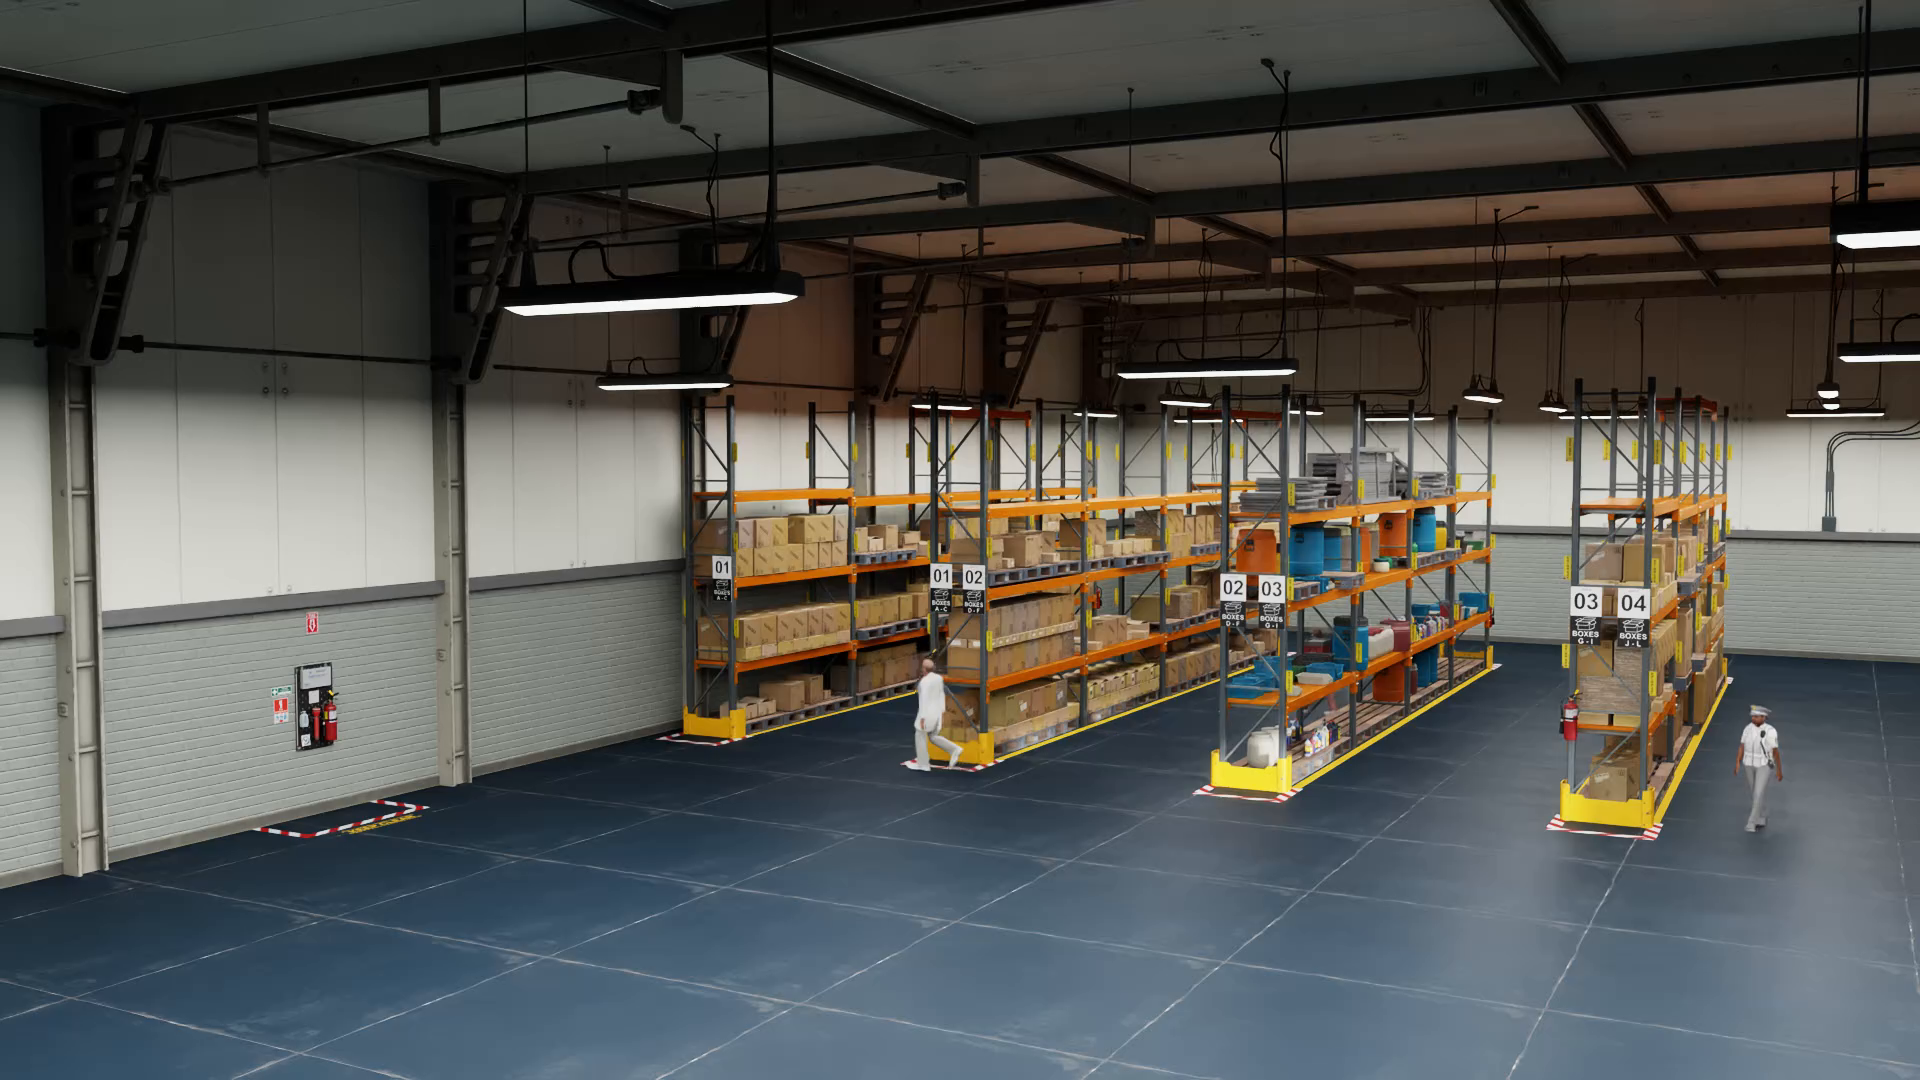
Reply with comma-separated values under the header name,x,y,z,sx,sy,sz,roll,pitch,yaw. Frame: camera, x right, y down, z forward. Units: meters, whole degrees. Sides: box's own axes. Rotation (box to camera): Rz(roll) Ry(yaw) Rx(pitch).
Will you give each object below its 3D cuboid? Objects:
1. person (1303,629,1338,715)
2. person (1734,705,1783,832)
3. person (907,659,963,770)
name,x,y,z,sx,sy,sz,roll,pitch,yaw
person,6.829,2.504,31.680,0.464,1.609,1.017,-2,3,-29
person,10.532,3.006,22.039,0.919,1.637,0.494,-2,4,-32
person,-0.398,2.742,26.073,0.874,1.749,0.610,1,3,21
